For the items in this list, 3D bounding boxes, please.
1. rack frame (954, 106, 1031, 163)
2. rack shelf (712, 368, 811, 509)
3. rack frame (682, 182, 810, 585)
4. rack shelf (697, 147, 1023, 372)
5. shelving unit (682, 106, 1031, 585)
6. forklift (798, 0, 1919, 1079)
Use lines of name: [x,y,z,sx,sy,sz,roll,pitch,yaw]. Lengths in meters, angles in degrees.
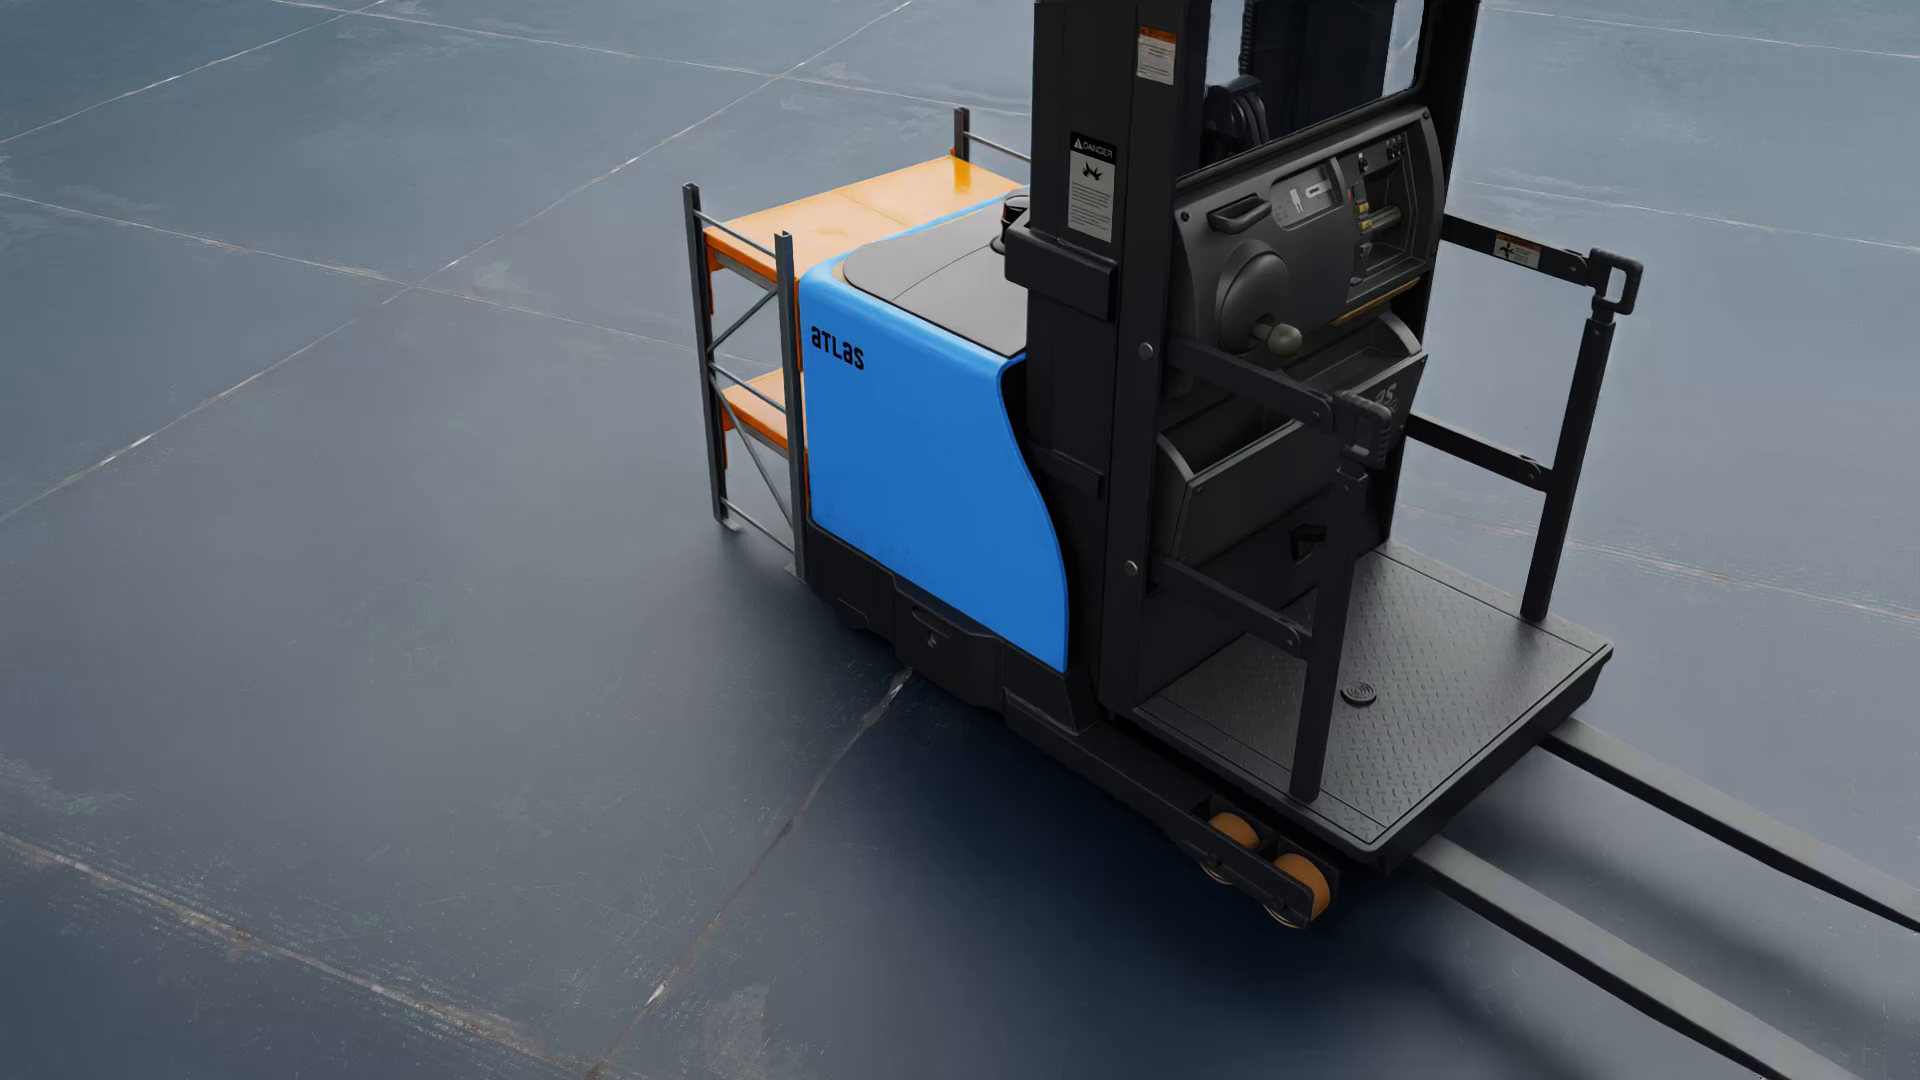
rack frame: [0.154,-0.806,5.453,0.032,1.125,0.500,-25,41,-33]
rack shelf: [-0.234,-0.421,5.312,1.000,0.278,0.538,-25,41,-33]
rack frame: [-0.621,-0.445,4.903,0.032,1.125,0.500,-25,41,-33]
rack shelf: [-0.234,-0.870,5.018,1.000,0.278,0.538,-25,41,-33]
shelving unit: [-0.234,-0.625,5.178,1.048,1.125,0.538,-25,41,-33]
forklift: [0.940,-0.646,3.562,1.130,2.935,3.031,-28,42,-36]
